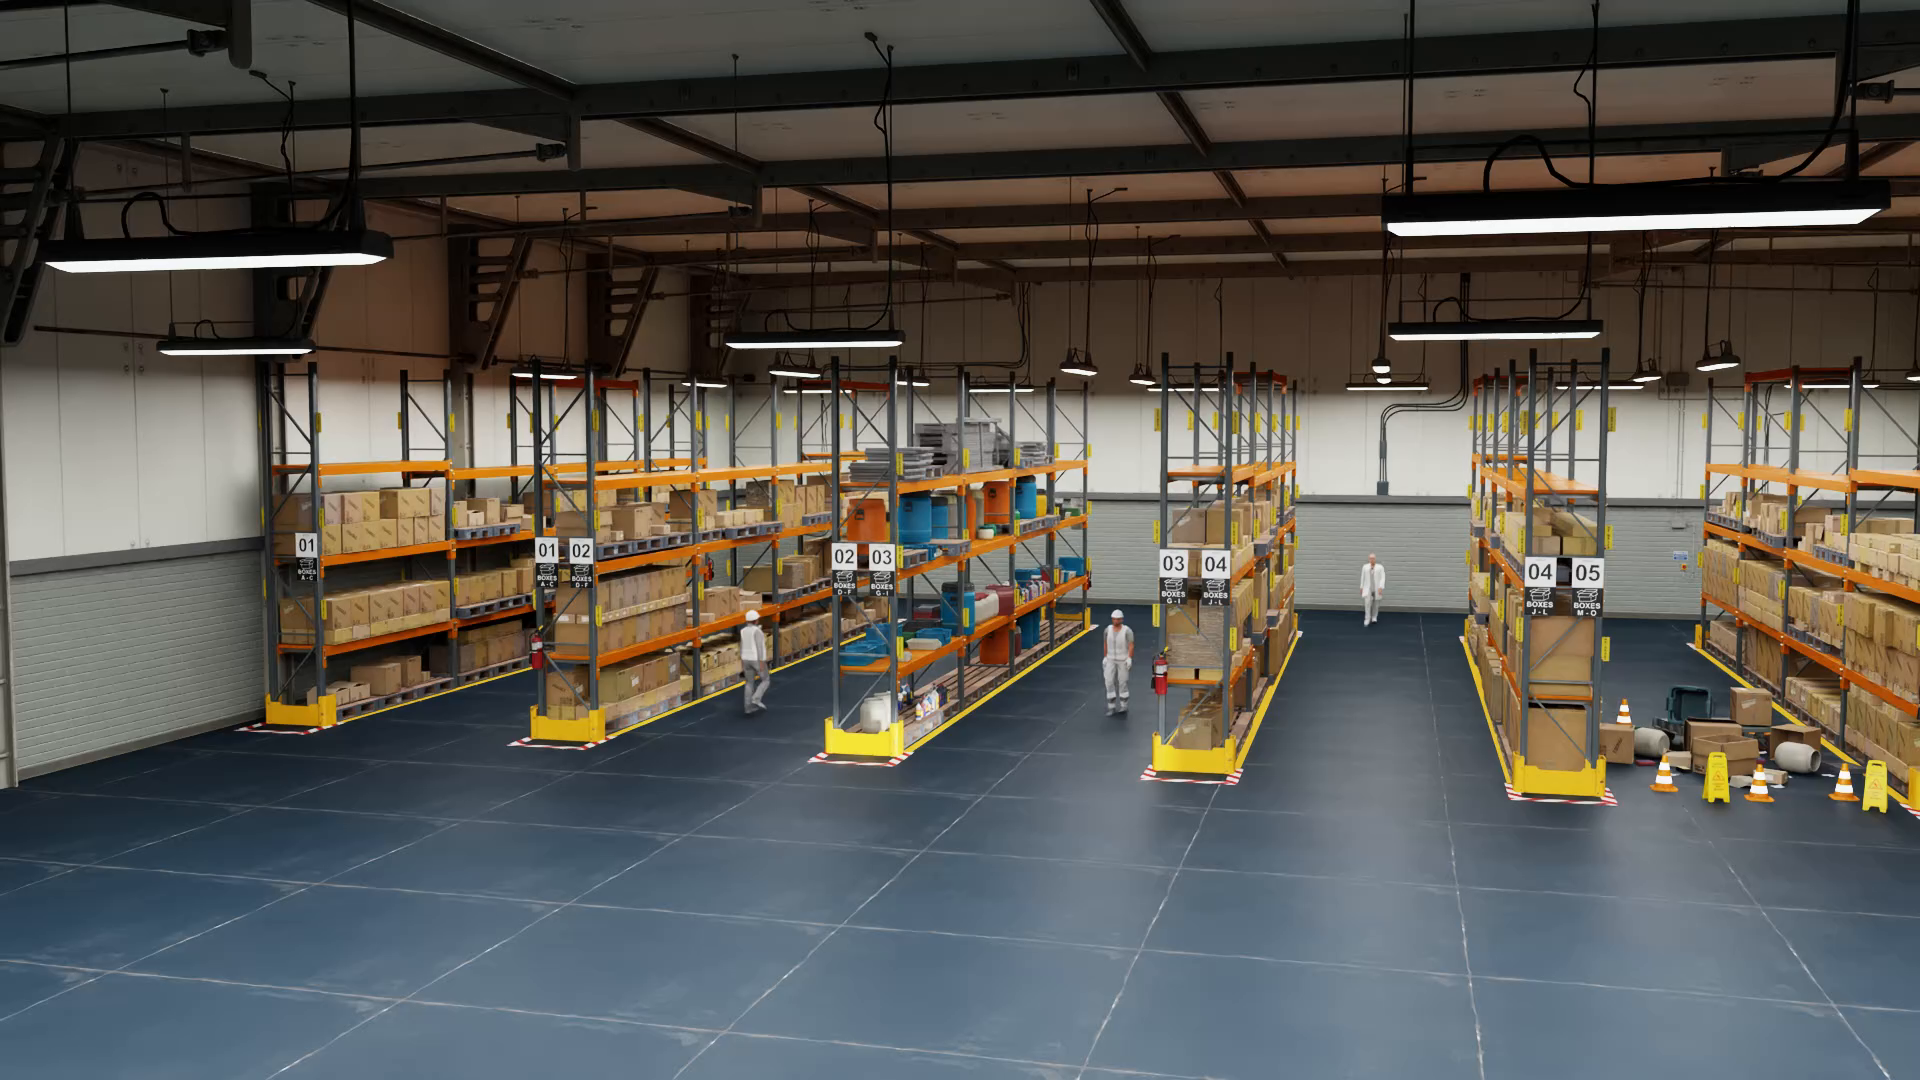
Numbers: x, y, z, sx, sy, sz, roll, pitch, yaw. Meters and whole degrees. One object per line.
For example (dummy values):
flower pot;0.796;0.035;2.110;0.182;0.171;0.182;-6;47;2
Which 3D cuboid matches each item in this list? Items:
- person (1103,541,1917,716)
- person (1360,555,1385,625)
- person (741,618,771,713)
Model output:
person;7.876;1.529;25.943;12.189;3.386;0.542;2;5;27
person;10.234;1.217;41.196;0.578;1.709;1.149;1;4;10
person;-3.575;2.111;28.779;0.561;1.706;0.494;2;4;26
